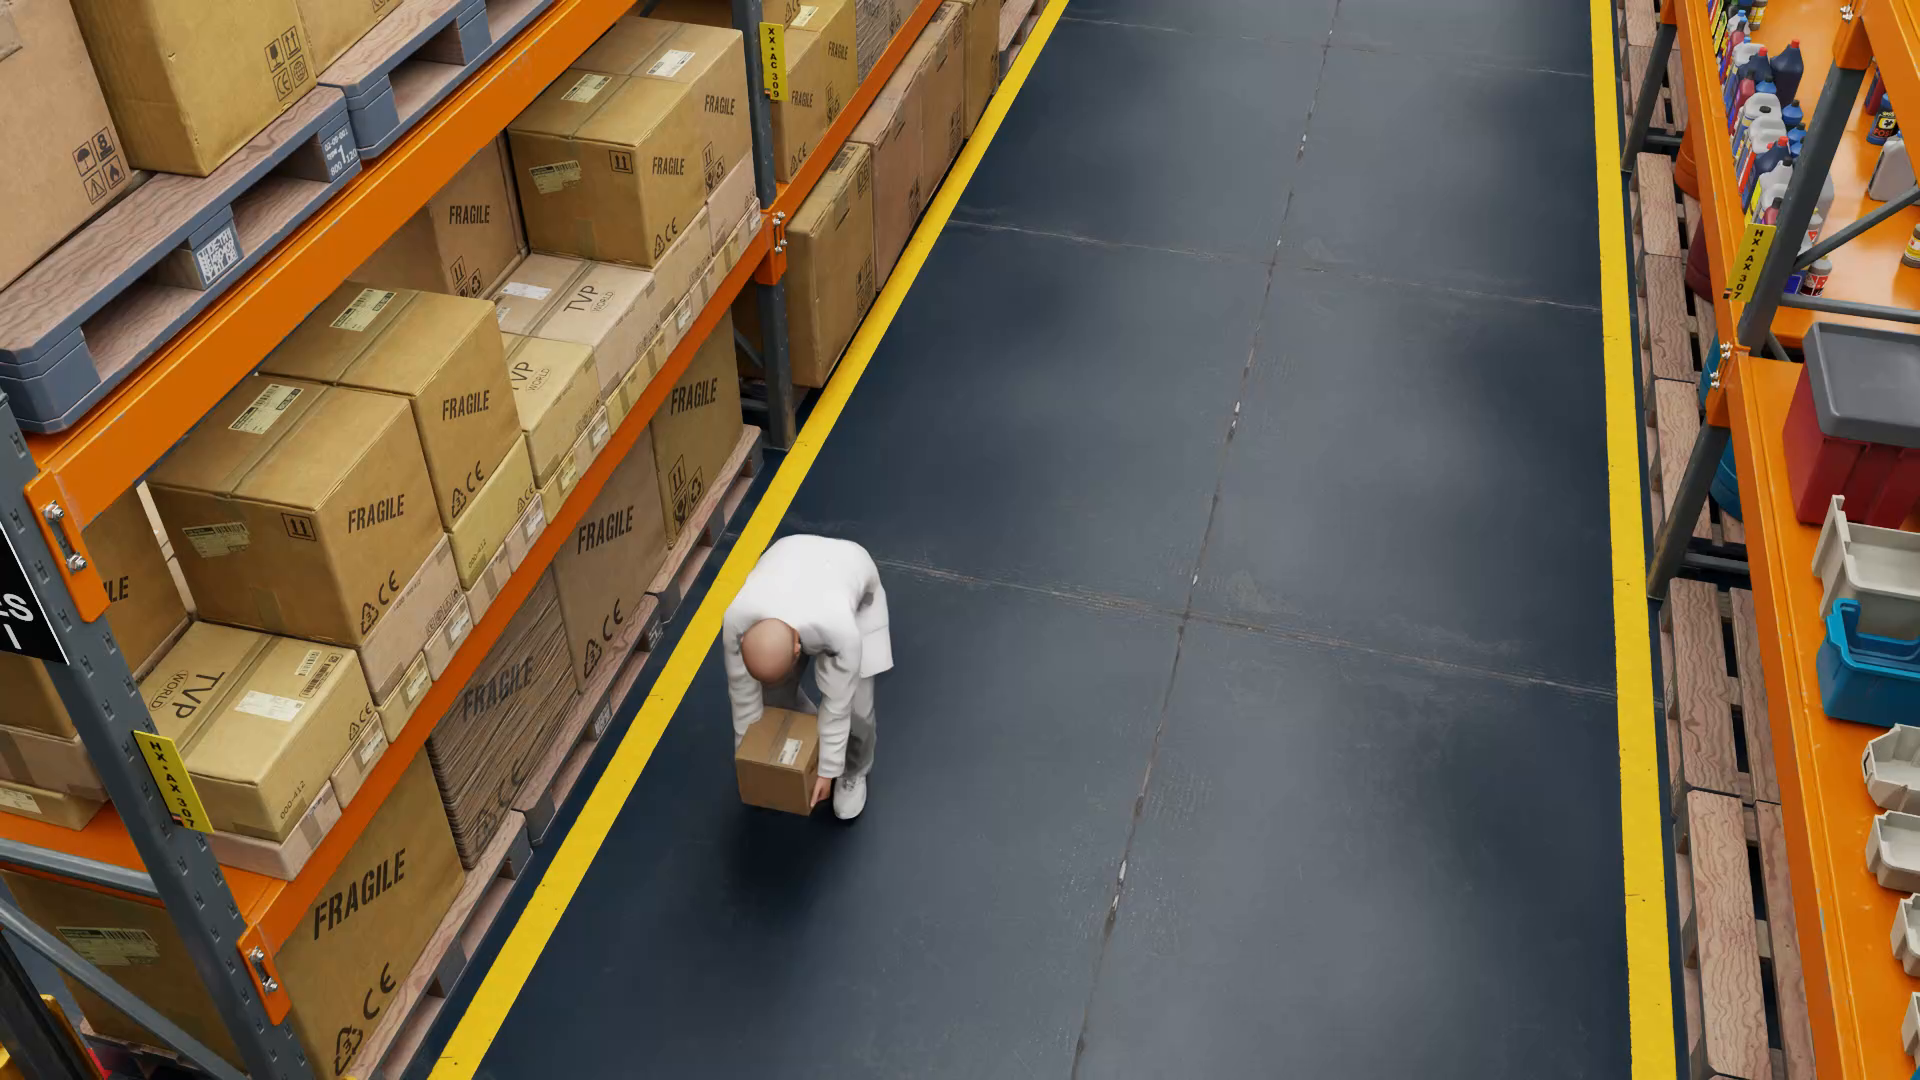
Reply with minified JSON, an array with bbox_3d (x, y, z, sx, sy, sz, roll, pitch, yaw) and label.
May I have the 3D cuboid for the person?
[{"bbox_3d":[-0.554,0.546,5.931,0.562,1.258,0.909,8,41,10],"label":"person"}]
